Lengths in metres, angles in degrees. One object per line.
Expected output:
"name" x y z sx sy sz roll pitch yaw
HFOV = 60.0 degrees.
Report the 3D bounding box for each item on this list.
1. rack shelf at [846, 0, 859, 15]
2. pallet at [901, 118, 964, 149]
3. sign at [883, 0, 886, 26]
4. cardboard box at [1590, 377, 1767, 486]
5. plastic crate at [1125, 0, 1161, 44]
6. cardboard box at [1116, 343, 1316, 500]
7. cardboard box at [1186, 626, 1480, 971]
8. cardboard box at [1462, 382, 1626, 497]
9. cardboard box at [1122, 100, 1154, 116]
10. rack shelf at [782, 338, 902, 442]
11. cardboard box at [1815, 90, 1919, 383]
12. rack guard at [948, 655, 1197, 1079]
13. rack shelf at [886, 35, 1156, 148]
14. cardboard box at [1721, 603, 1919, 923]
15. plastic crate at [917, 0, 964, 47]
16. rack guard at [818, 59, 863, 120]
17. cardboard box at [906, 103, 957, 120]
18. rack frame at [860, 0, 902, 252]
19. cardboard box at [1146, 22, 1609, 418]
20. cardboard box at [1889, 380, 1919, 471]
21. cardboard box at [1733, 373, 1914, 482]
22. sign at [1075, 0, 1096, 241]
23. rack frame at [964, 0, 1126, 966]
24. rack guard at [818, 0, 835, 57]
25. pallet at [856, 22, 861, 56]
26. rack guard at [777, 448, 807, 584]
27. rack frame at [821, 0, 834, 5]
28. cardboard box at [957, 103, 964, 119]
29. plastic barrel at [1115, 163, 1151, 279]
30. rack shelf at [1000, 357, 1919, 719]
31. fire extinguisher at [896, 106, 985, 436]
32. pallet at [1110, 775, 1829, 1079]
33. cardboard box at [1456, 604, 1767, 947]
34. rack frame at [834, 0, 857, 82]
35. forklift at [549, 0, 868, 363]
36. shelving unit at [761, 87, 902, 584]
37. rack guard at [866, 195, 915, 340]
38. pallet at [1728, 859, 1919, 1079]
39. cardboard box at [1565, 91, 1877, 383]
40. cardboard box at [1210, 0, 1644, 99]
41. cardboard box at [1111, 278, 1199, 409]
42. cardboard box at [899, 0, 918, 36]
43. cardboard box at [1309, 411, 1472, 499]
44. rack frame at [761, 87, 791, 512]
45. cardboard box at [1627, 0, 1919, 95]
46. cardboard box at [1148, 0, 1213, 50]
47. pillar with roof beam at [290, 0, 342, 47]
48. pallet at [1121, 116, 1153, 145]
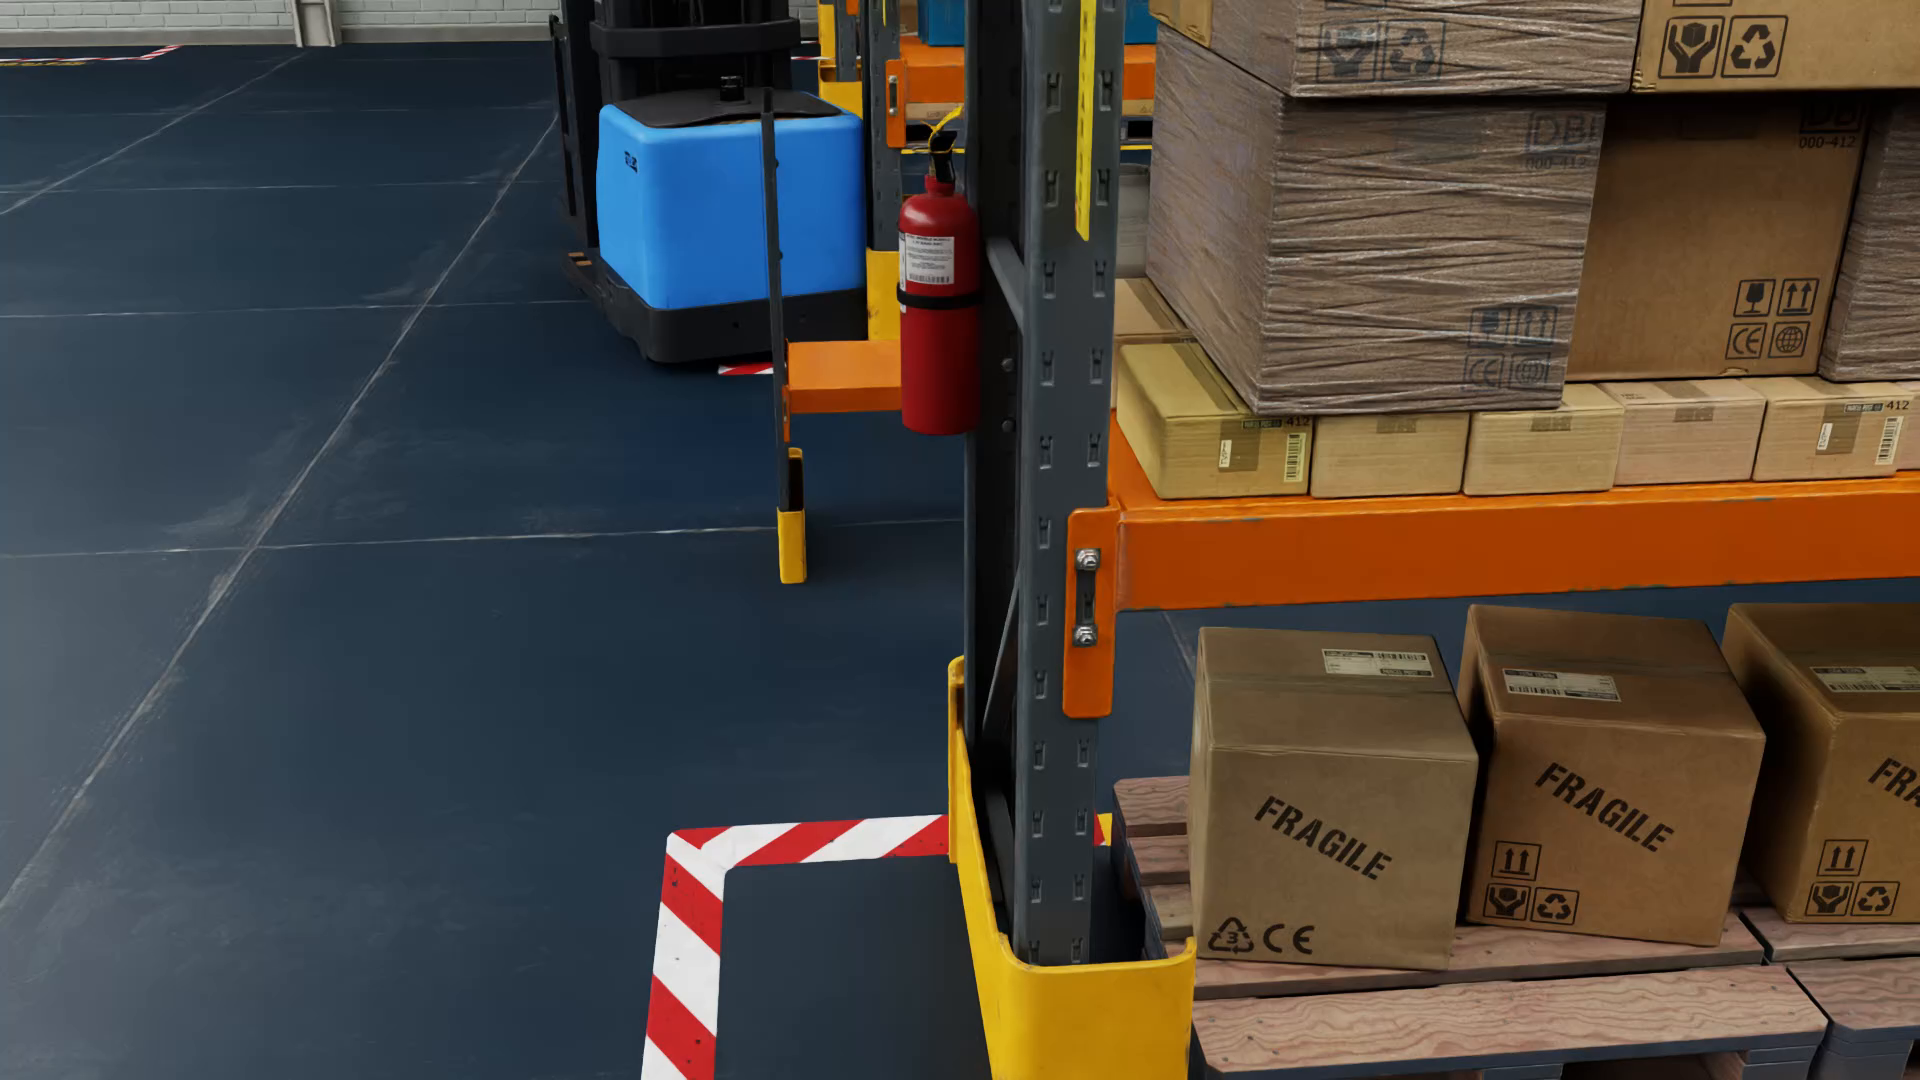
"rack shelf" 1.140 -4.166 12.315 4.000 0.370 1.077 -2 24 -5
"pallet" -0.093 -3.188 12.663 1.213 0.211 1.003 -2 24 -5
"sign" -0.317 -2.316 6.928 0.005 0.325 0.100 -2 24 -5
"cardboard box" 1.174 -0.235 2.896 0.250 0.149 0.380 -2 24 -5
"plastic crate" 0.748 -2.509 7.885 0.408 0.251 0.499 -2 24 -5
"cardboard box" 0.427 -0.211 2.840 0.250 0.149 0.380 -2 24 -5
"cardboard box" 0.743 0.522 3.444 0.500 0.500 0.500 2 24 5
"cardboard box" 0.928 -0.217 2.854 0.250 0.149 0.380 -2 24 -5
"cardboard box" 1.198 -3.341 12.442 0.500 0.250 0.500 -2 24 -5
"rack shelf" -0.085 -0.518 5.511 1.000 0.185 0.538 -2 24 -5
"cardboard box" 1.657 -0.674 3.084 0.500 0.500 0.875 -2 24 -5
"rack guard" 0.195 0.729 3.495 0.348 0.500 1.175 -2 24 -5
"rack shelf" 1.623 -2.164 7.810 4.000 0.370 1.077 -2 24 -5
"cardboard box" 1.959 0.467 3.568 0.500 0.500 0.500 0 24 0
"plastic crate" 0.101 -2.486 7.832 0.616 0.251 0.499 -2 24 -5
"rack guard" -0.874 -3.272 12.495 0.348 0.500 1.175 -2 24 -5
"cardboard box" -0.295 -3.282 12.309 0.500 0.250 0.500 -2 24 -5
"rack frame" -0.367 -2.413 7.485 0.127 3.000 1.000 -2 24 -5
"cardboard box" 0.670 -0.603 2.924 0.500 0.500 0.875 -2 24 -5
"cardboard box" 1.670 -0.263 2.959 0.250 0.149 0.380 -2 24 -5
"cardboard box" 1.424 -0.242 2.912 0.250 0.149 0.380 -2 24 -5
"sign" 0.173 -0.587 2.311 0.005 0.325 0.100 -2 24 -5
"rack frame" 0.120 -0.411 2.981 0.127 3.000 1.000 -2 24 -5
"rack guard" -1.265 -5.278 17.008 0.348 0.500 1.175 -2 24 -5
"pallet" -0.453 -5.164 17.108 1.213 0.211 1.003 -2 24 -5
"rack guard" -0.571 -0.091 5.648 0.087 0.250 0.587 -2 24 -5
"rack frame" -1.341 -6.417 16.494 0.127 3.000 1.000 -2 24 -5
"cardboard box" 0.202 -3.303 12.357 0.500 0.250 0.500 -2 24 -5
"plastic barrel" 0.779 -1.545 8.078 0.421 0.512 0.421 0 24 0
"rack shelf" 2.110 -0.162 3.306 4.000 0.370 1.077 -2 24 -5
"fire extinguisher" -0.040 -0.557 3.405 0.183 0.674 0.296 -2 24 -5
"pallet" 1.007 0.843 3.595 1.213 0.211 1.003 -2 24 -5
"cardboard box" 1.334 0.484 3.529 0.500 0.500 0.500 4 24 9
"rack frame" -0.850 -4.415 11.989 0.127 3.000 1.000 -2 24 -5
"forklift" -1.463 -2.689 8.191 1.130 2.935 3.031 -10 26 -22
"shelving unit" -0.076 -0.682 5.439 1.083 1.500 0.587 -2 24 -5
"rack guard" -0.296 -1.292 8.042 0.348 0.500 1.175 -2 24 -5
"pallet" 2.218 0.795 3.701 1.213 0.211 1.003 -2 24 -5
"cardboard box" 1.155 -0.671 3.078 0.500 0.500 0.875 -2 24 -5
"cardboard box" 0.694 -0.961 2.498 0.500 0.500 0.500 -2 24 -5
"cardboard box" 0.383 -0.391 3.245 0.250 0.149 0.380 -2 24 -5
"cardboard box" -0.346 -3.835 12.629 0.500 0.500 0.500 -2 24 -5
"cardboard box" 0.677 -0.213 2.845 0.250 0.149 0.380 -2 24 -5
"rack frame" -0.591 -0.662 5.392 0.032 1.500 0.500 -2 24 -5
"cardboard box" 1.192 -0.978 2.537 0.500 0.500 0.500 -2 24 -5
"cardboard box" 0.643 -1.171 2.971 0.500 0.500 0.500 -2 24 -5
"pillar with roof beam" -6.277 -7.556 11.671 0.400 9.000 9.100 -2 24 -5
"pallet" 1.118 -3.236 12.769 1.213 0.211 1.003 -2 24 -5
